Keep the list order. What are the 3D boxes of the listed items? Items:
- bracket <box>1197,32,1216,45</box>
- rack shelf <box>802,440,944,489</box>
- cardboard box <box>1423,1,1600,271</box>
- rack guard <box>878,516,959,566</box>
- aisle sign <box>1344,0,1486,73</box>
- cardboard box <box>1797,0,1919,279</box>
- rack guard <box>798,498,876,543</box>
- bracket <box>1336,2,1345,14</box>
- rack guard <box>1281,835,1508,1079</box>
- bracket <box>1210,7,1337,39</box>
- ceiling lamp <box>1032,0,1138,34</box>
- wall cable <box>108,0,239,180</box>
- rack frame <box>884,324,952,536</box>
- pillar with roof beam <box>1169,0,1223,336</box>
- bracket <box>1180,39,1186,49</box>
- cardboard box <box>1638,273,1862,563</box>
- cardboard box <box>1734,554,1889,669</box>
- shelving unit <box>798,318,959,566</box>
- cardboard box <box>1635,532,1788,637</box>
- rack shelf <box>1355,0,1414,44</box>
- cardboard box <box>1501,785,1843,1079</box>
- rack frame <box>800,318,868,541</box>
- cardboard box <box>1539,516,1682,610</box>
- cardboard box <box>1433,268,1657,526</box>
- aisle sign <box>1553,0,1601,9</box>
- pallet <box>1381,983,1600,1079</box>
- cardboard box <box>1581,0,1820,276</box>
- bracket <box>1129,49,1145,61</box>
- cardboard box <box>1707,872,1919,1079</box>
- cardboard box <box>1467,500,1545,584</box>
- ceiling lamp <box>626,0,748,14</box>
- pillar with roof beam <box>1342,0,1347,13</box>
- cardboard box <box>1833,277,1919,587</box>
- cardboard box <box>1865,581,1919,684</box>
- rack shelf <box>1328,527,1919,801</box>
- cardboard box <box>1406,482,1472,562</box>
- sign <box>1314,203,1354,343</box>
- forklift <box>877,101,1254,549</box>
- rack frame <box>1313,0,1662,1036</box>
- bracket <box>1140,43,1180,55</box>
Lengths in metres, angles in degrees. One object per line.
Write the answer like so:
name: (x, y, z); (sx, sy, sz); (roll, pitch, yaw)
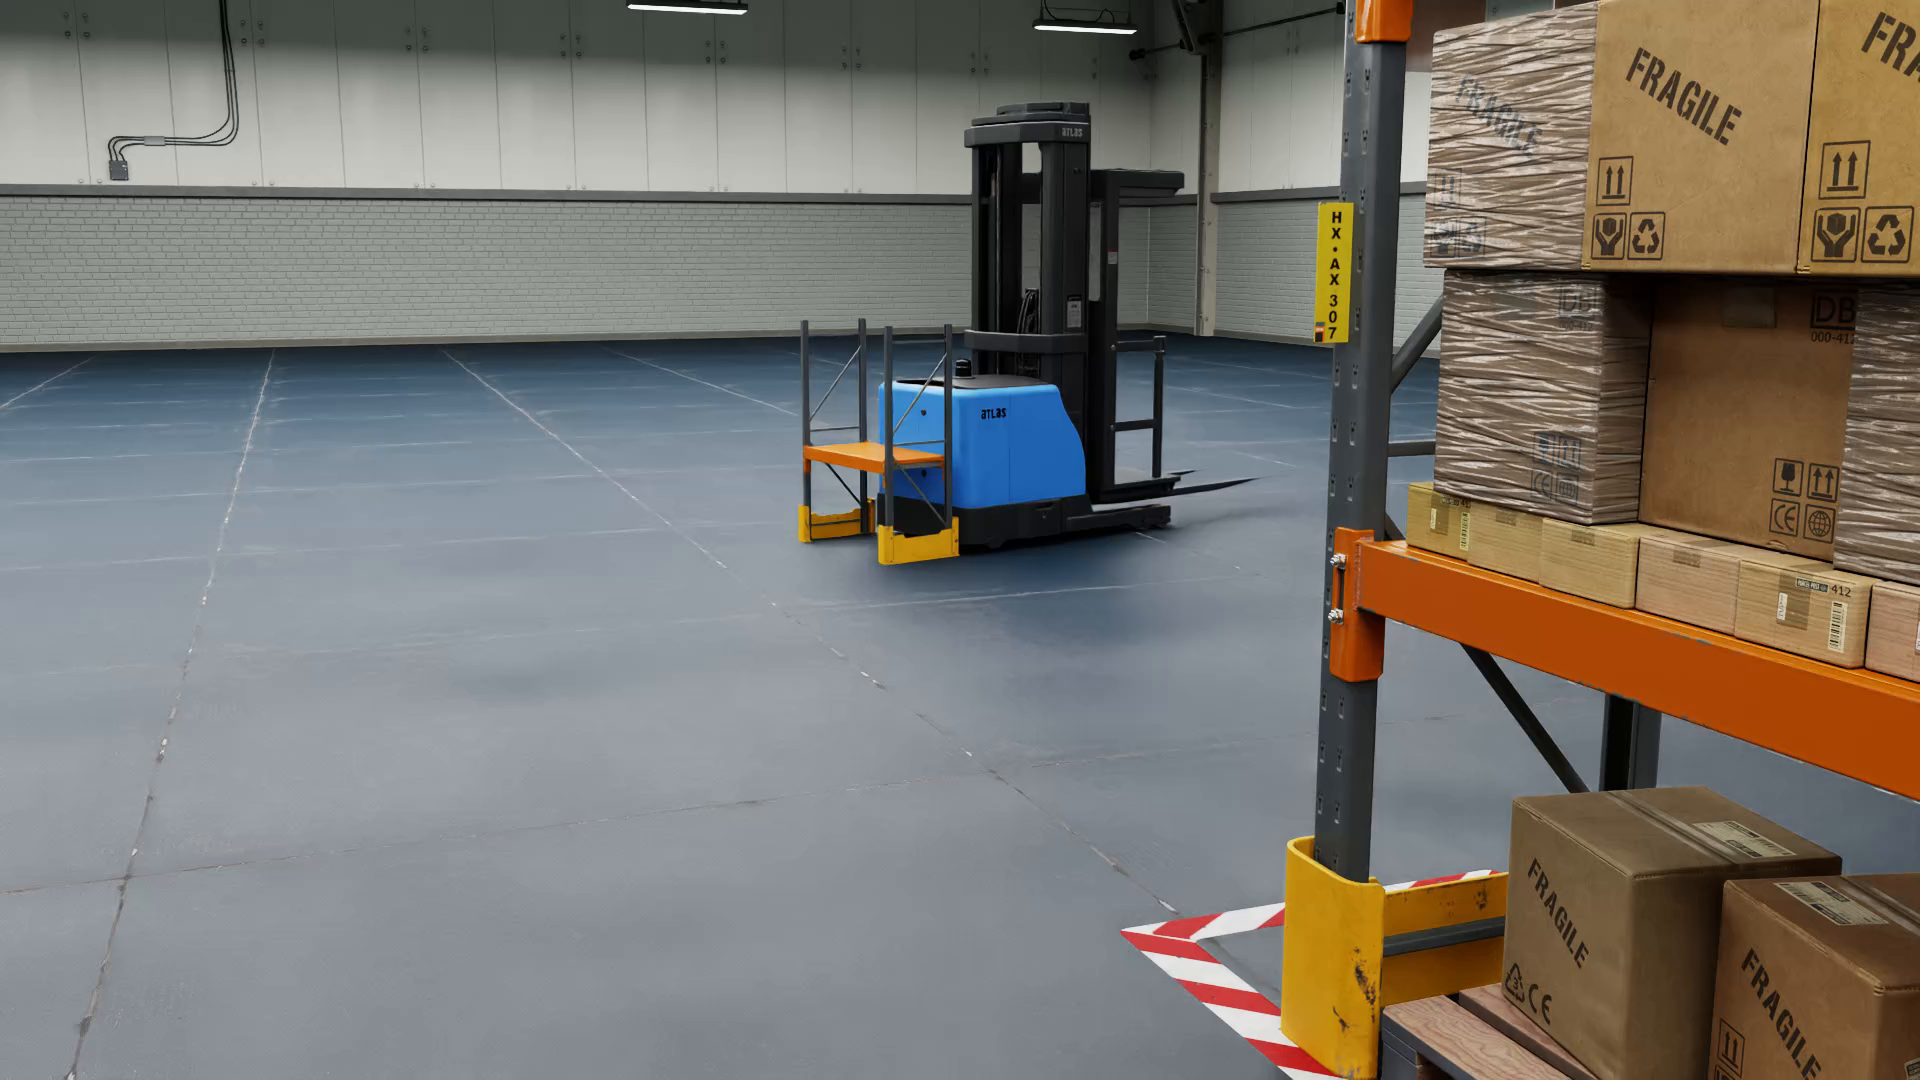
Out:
bracket: (5.248, -10.654, 35.339); (0.235, 0.232, 0.430); (-4, 11, -21)
rack shelf: (-0.559, -0.506, 11.011); (0.538, 0.185, 1.000); (-7, 12, -35)
cardboard box: (1.335, -0.818, 3.466); (0.500, 0.500, 0.500); (-4, 11, -21)
rack guard: (-0.262, 0.004, 10.684); (0.587, 0.250, 0.087); (-7, 12, -35)
aisle sign: (1.087, -1.509, 3.913); (0.394, 0.787, 0.004); (-4, 11, -21)
cardboard box: (1.692, -0.655, 2.547); (0.500, 0.500, 0.500); (-4, 11, -21)
rack guard: (-0.845, -0.138, 11.480); (0.587, 0.250, 0.087); (-7, 12, -35)
bracket: (7.121, -9.810, 30.595); (0.235, 0.232, 0.430); (-4, 11, -21)
rack guard: (1.417, 1.006, 4.340); (1.175, 0.500, 0.348); (-4, 11, -21)
bracket: (6.181, -10.233, 32.975); (0.076, 0.066, 4.783); (-4, 11, -21)
ceiling lamp: (2.205, -10.900, 30.335); (2.000, 3.185, 0.800); (-4, 11, -21)
wall cable: (-14.912, -9.812, 31.173); (2.305, 6.003, 0.169); (-4, 11, -21)
rack frame: (-0.262, -0.611, 10.574); (0.500, 1.500, 0.032); (-7, 12, -35)
pillar with roof beam: (1.416, -8.698, 34.626); (9.100, 9.000, 0.548); (-4, 11, -21)
bracket: (4.947, -10.789, 36.101); (0.235, 0.232, 0.430); (-4, 11, -21)
cardboard box: (1.856, -0.268, 3.225); (0.875, 0.500, 0.500); (-4, 11, -21)
cardboard box: (1.614, 0.112, 2.941); (0.380, 0.149, 0.250); (-4, 11, -21)
shelving unit: (-0.554, -0.682, 10.973); (0.587, 1.500, 1.083); (-7, 12, -35)
cardboard box: (1.530, 0.071, 3.173); (0.380, 0.149, 0.250); (-4, 11, -21)
rack shelf: (2.114, -1.034, 2.156); (1.077, 0.370, 4.000); (-4, 11, -21)
cardboard box: (1.600, 0.889, 3.794); (0.500, 0.500, 0.500); (-2, 10, -10)
rack frame: (-0.856, -0.756, 11.386); (0.500, 1.500, 0.032); (-7, 12, -35)
cardboard box: (1.420, 0.032, 3.395); (0.380, 0.149, 0.250); (-4, 11, -21)
cardboard box: (1.563, -0.342, 3.641); (0.875, 0.500, 0.500); (-4, 11, -21)
aisle sign: (1.647, -1.547, 4.127); (0.394, 0.787, 0.004); (-4, 11, -21)
pallet: (1.679, 1.283, 3.607); (1.003, 0.211, 1.213); (-4, 11, -21)
cardboard box: (1.510, -0.736, 3.005); (0.500, 0.500, 0.500); (-4, 11, -21)
bracket: (4.088, -11.176, 38.276); (0.235, 0.232, 0.430); (-4, 11, -21)
cardboard box: (1.849, 0.985, 3.257); (0.500, 0.500, 0.500); (-1, 10, -6)
cardboard box: (1.343, -0.010, 3.630); (0.380, 0.149, 0.250); (-4, 11, -21)
ceiling lamp: (-4.636, -10.434, 27.716); (2.000, 3.185, 0.800); (-4, 11, -21)
pillar with roof beam: (3.590, -7.719, 29.120); (9.100, 9.000, 0.548); (-4, 11, -21)
cardboard box: (1.997, -0.183, 2.751); (0.875, 0.500, 0.500); (-4, 11, -21)
cardboard box: (1.730, 0.151, 2.721); (0.380, 0.149, 0.250); (-4, 11, -21)
rack shelf: (2.114, 0.443, 2.418); (1.077, 0.370, 4.000); (-4, 11, -21)
cardboard box: (1.271, -0.052, 3.866); (0.380, 0.149, 0.250); (-4, 11, -21)
sign: (0.884, -0.629, 3.921); (0.100, 0.325, 0.005); (-4, 11, -21)
forklift: (0.885, -1.571, 11.882); (3.031, 2.935, 1.130); (-8, 13, -39)
rack frame: (1.390, -0.238, 4.190); (1.000, 3.000, 0.127); (-4, 11, -21)
bracket: (4.302, -11.079, 37.734); (0.076, 0.066, 3.189); (-4, 11, -21)
